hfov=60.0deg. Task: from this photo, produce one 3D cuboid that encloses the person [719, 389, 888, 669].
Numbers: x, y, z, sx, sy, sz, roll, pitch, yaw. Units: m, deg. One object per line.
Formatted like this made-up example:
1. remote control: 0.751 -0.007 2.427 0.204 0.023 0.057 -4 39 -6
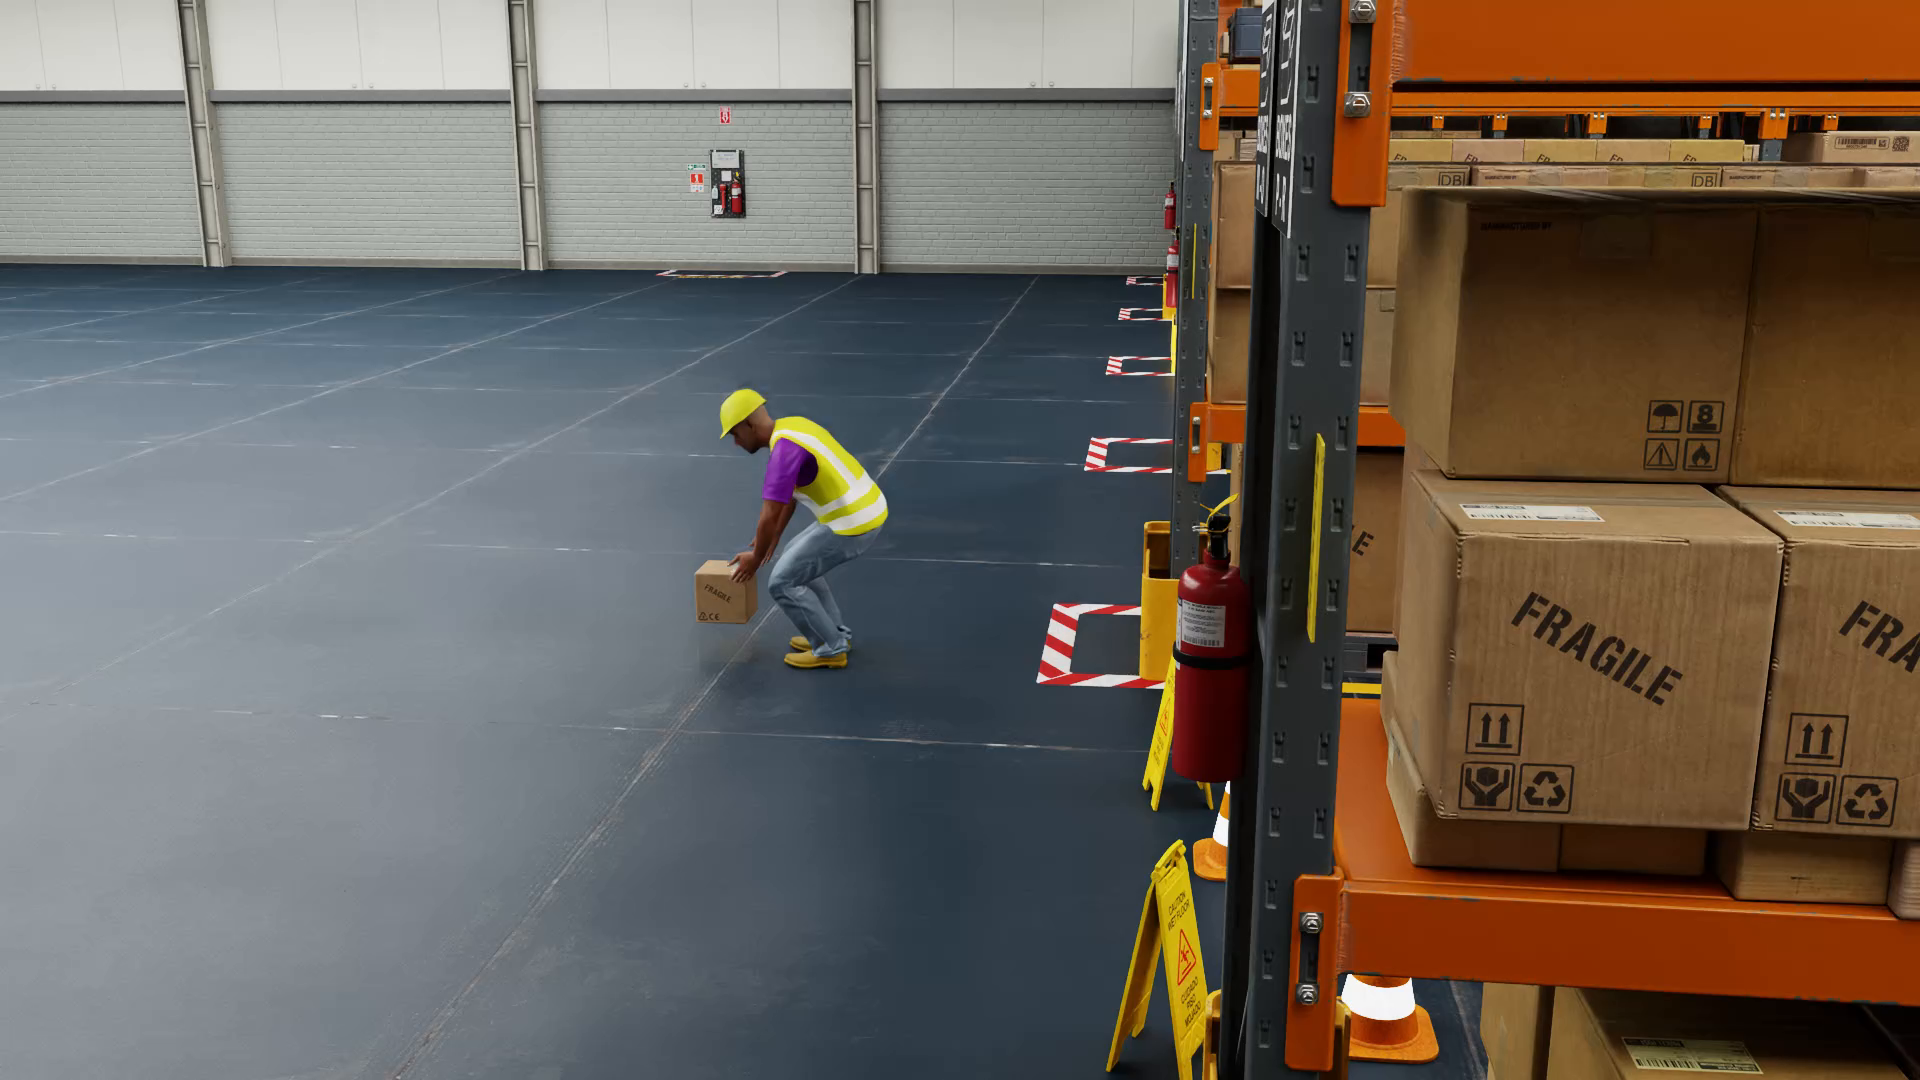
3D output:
1. person: -0.753 -0.059 8.050 0.790 1.346 0.630 2 14 6
